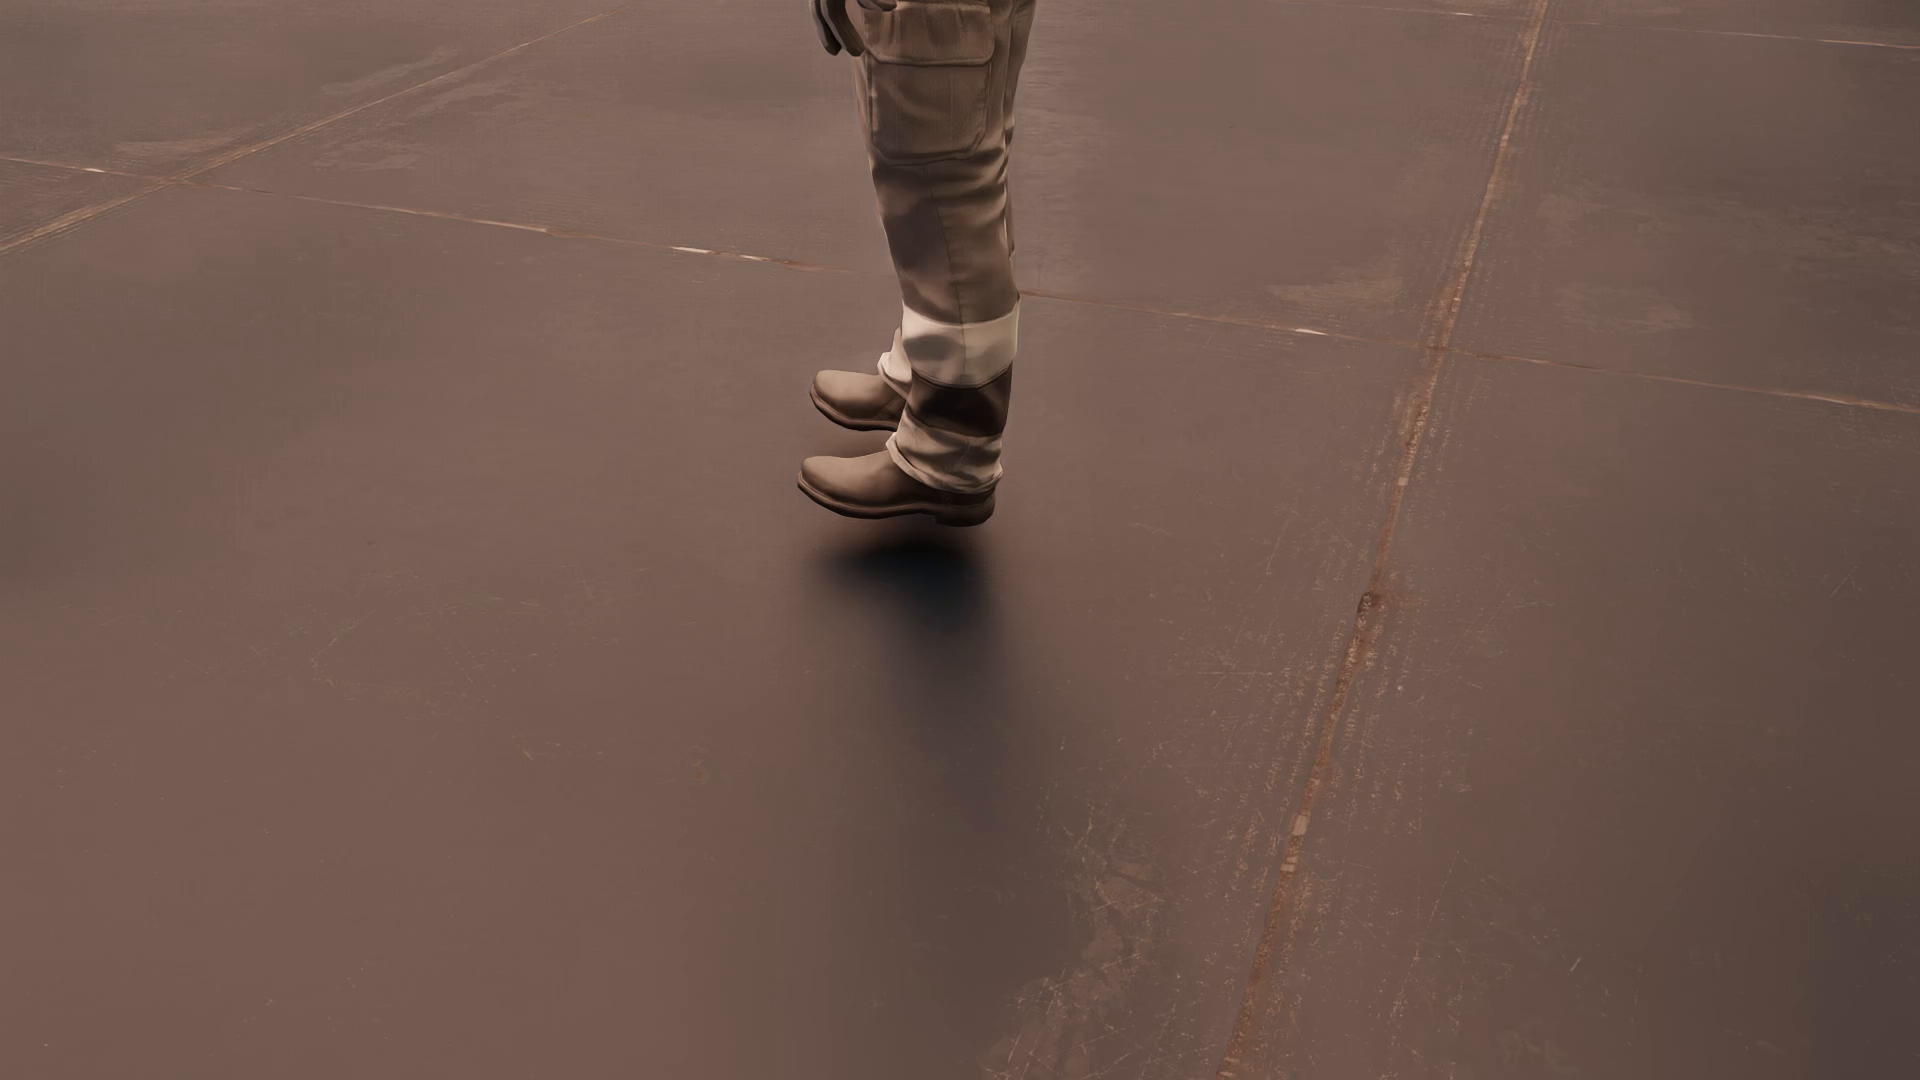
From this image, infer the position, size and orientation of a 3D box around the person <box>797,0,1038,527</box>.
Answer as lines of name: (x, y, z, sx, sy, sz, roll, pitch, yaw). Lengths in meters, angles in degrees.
person: (-0.071, -0.839, 2.069, 0.564, 1.786, 0.638, 10, 31, 18)
